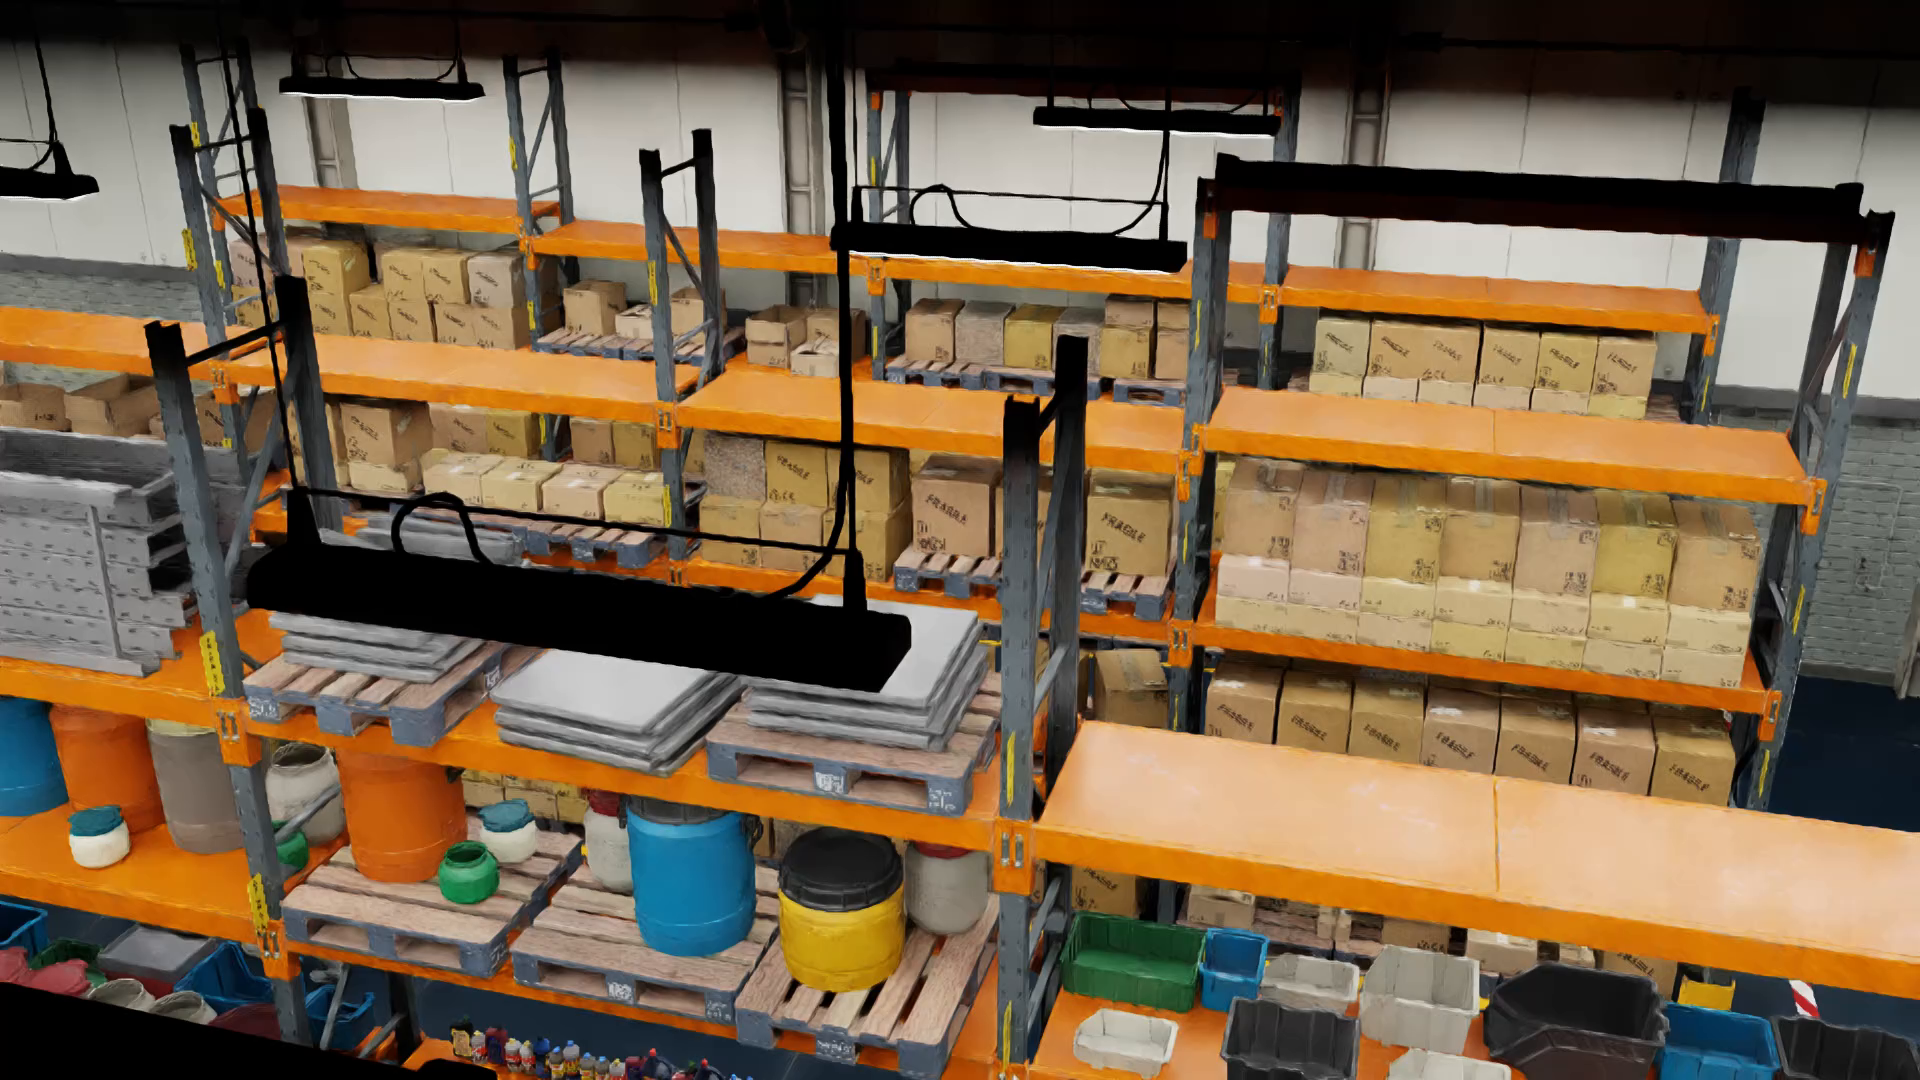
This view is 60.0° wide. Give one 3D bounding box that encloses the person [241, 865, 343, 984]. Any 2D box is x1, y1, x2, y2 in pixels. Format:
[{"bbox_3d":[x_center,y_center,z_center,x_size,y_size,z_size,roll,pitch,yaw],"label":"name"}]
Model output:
[{"bbox_3d":[-5.123,2.532,12.453,1.042,1.716,0.591,6,23,14],"label":"person"}]
